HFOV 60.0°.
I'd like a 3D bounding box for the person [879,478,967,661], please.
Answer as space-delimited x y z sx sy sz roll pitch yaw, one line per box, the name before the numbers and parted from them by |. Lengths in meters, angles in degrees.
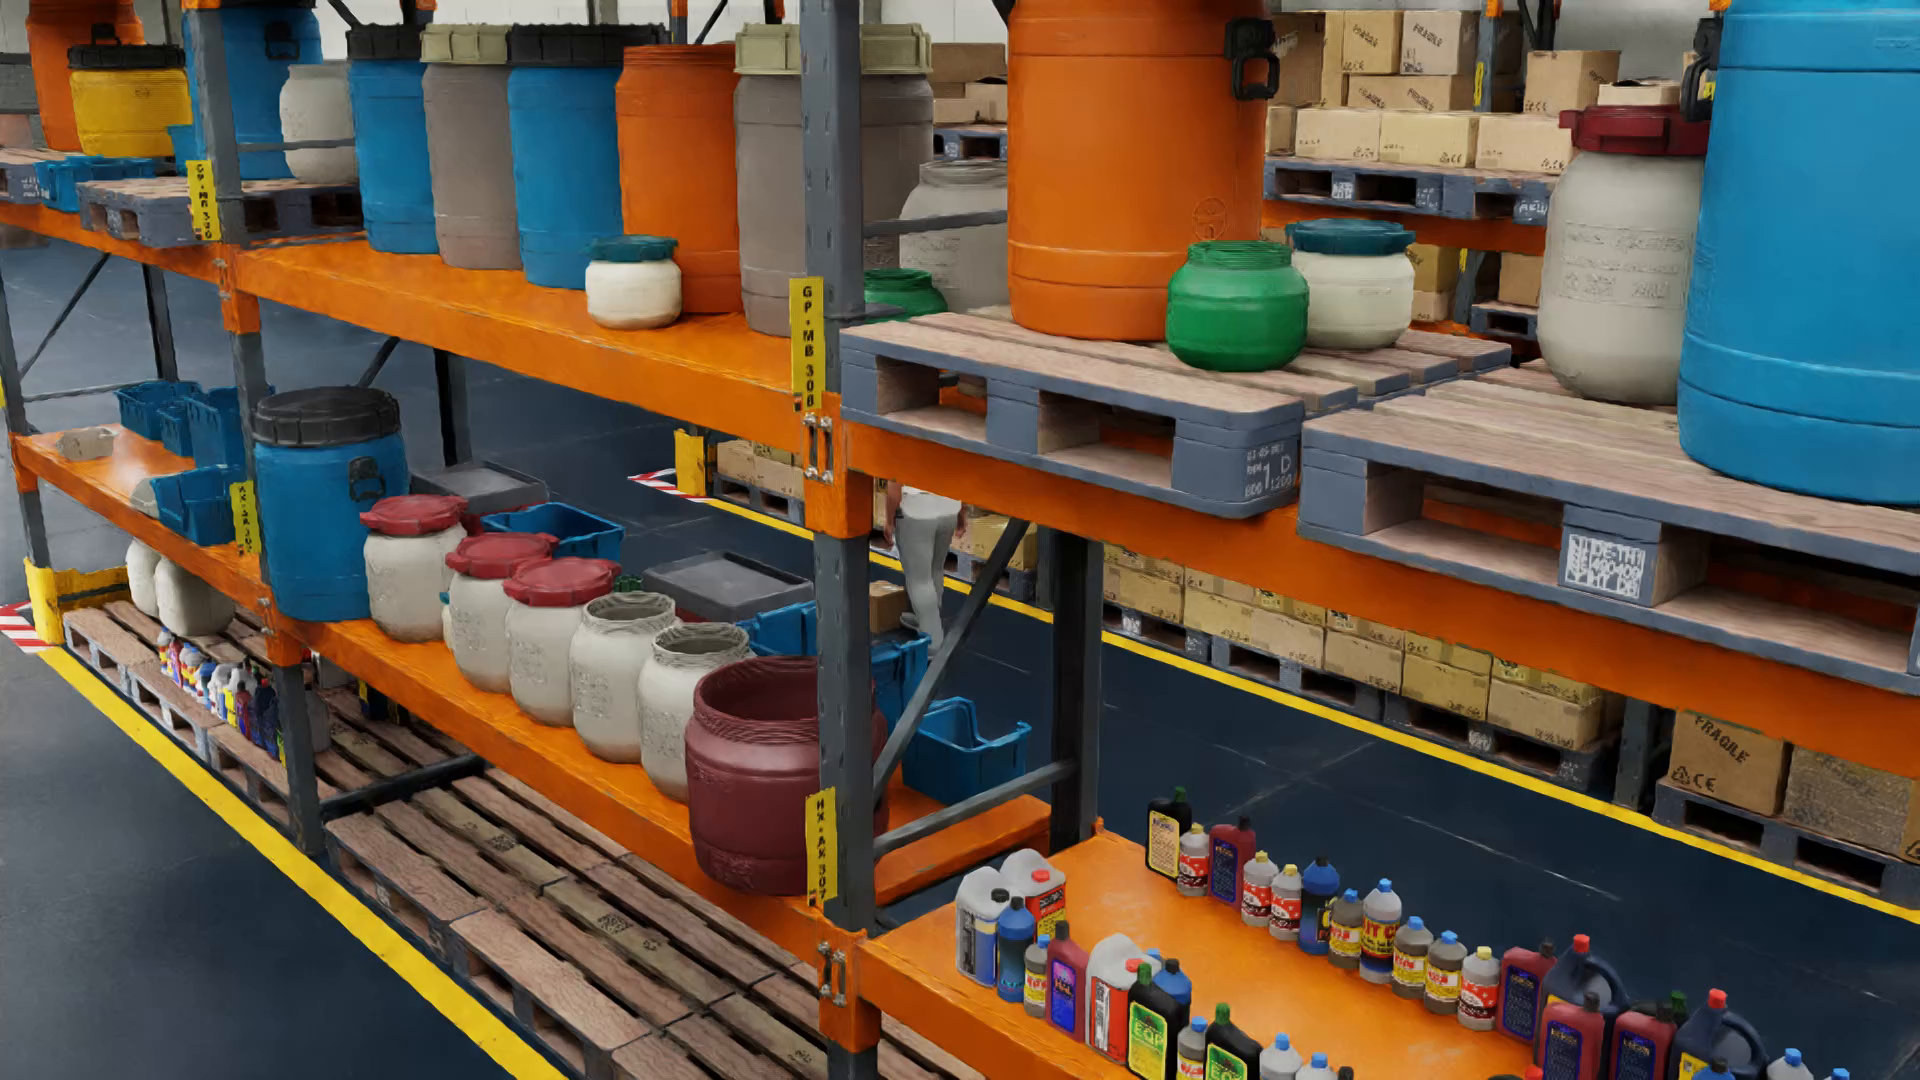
person | -0.286 -0.186 10.089 0.539 1.760 0.683 -15 22 -39
